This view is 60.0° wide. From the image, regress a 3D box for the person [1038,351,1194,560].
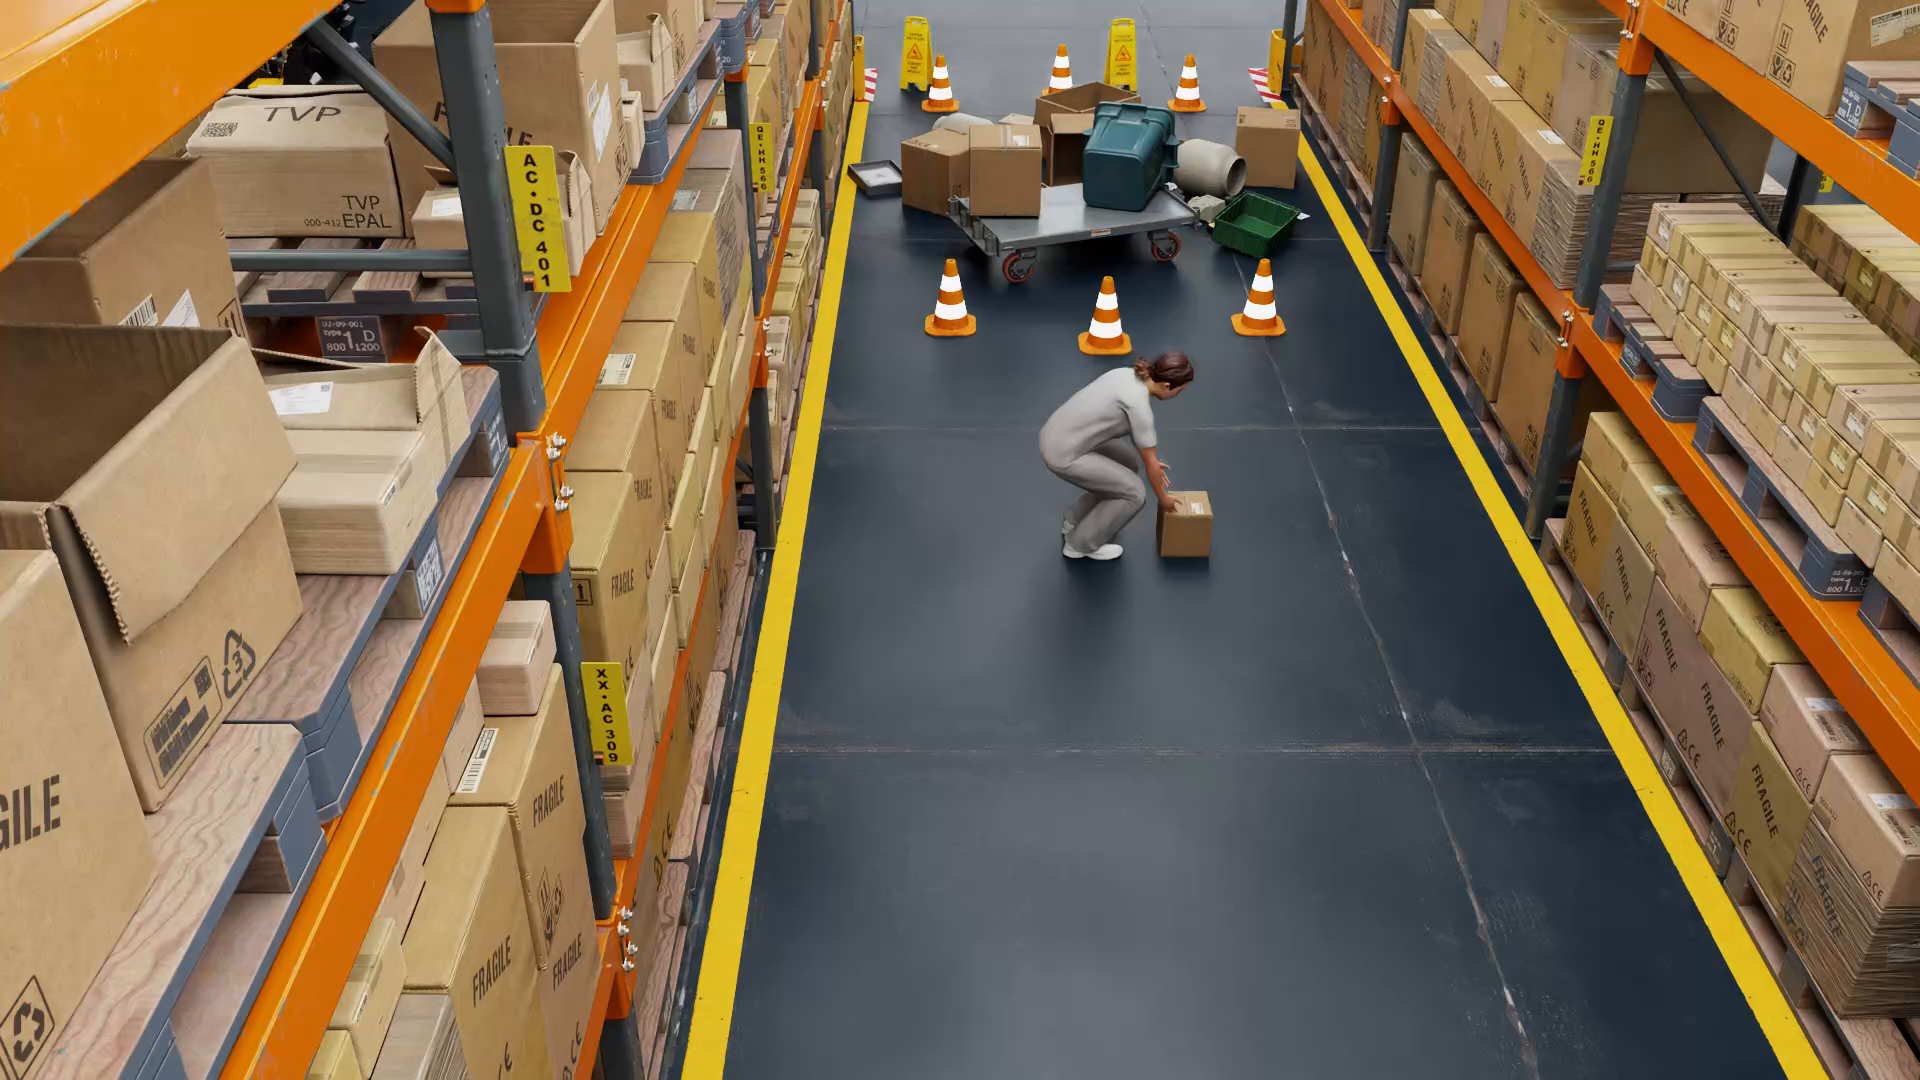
[{"bbox_3d":[0.778,-0.452,8.445,0.765,1.075,0.491,0,32,0],"label":"person"}]
